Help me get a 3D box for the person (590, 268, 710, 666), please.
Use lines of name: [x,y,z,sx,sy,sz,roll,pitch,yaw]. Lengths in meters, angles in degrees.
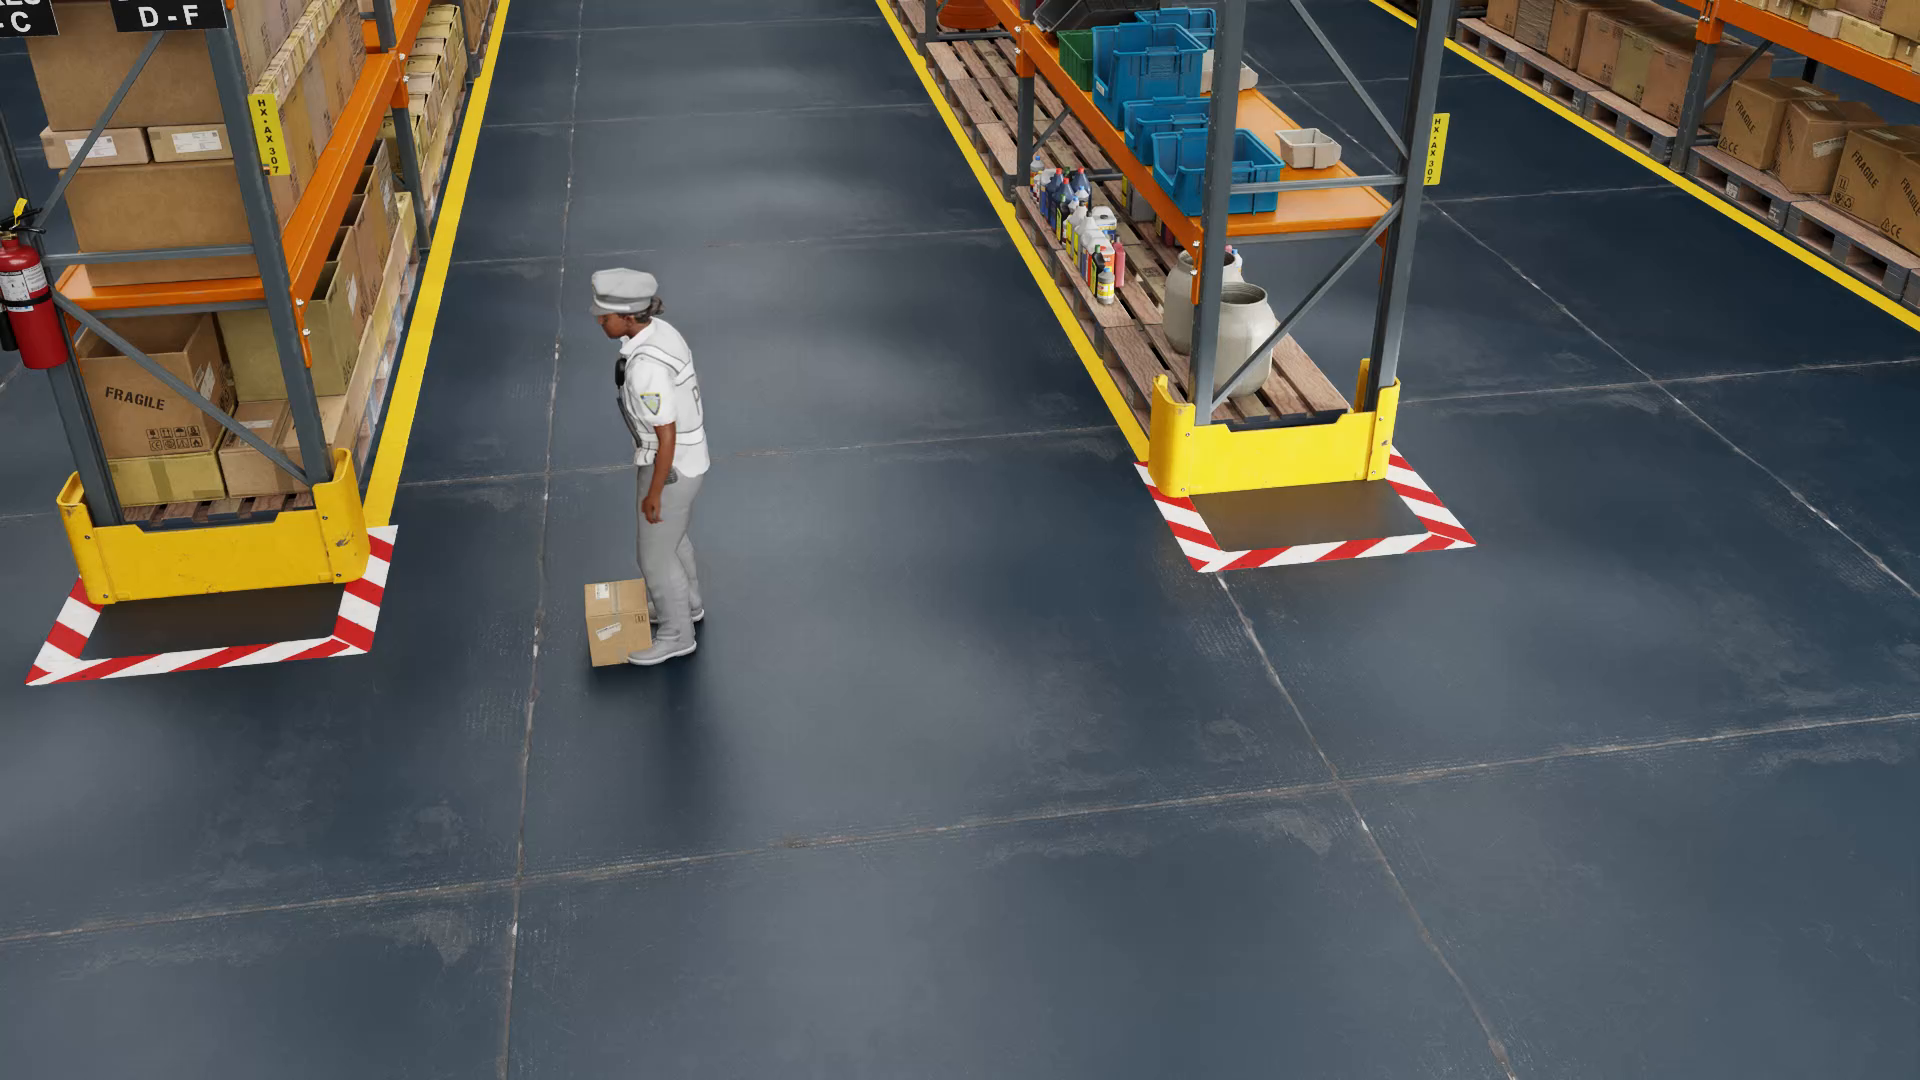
person: [-1.205,-0.288,6.616,0.415,1.658,0.507,-5,31,-9]
